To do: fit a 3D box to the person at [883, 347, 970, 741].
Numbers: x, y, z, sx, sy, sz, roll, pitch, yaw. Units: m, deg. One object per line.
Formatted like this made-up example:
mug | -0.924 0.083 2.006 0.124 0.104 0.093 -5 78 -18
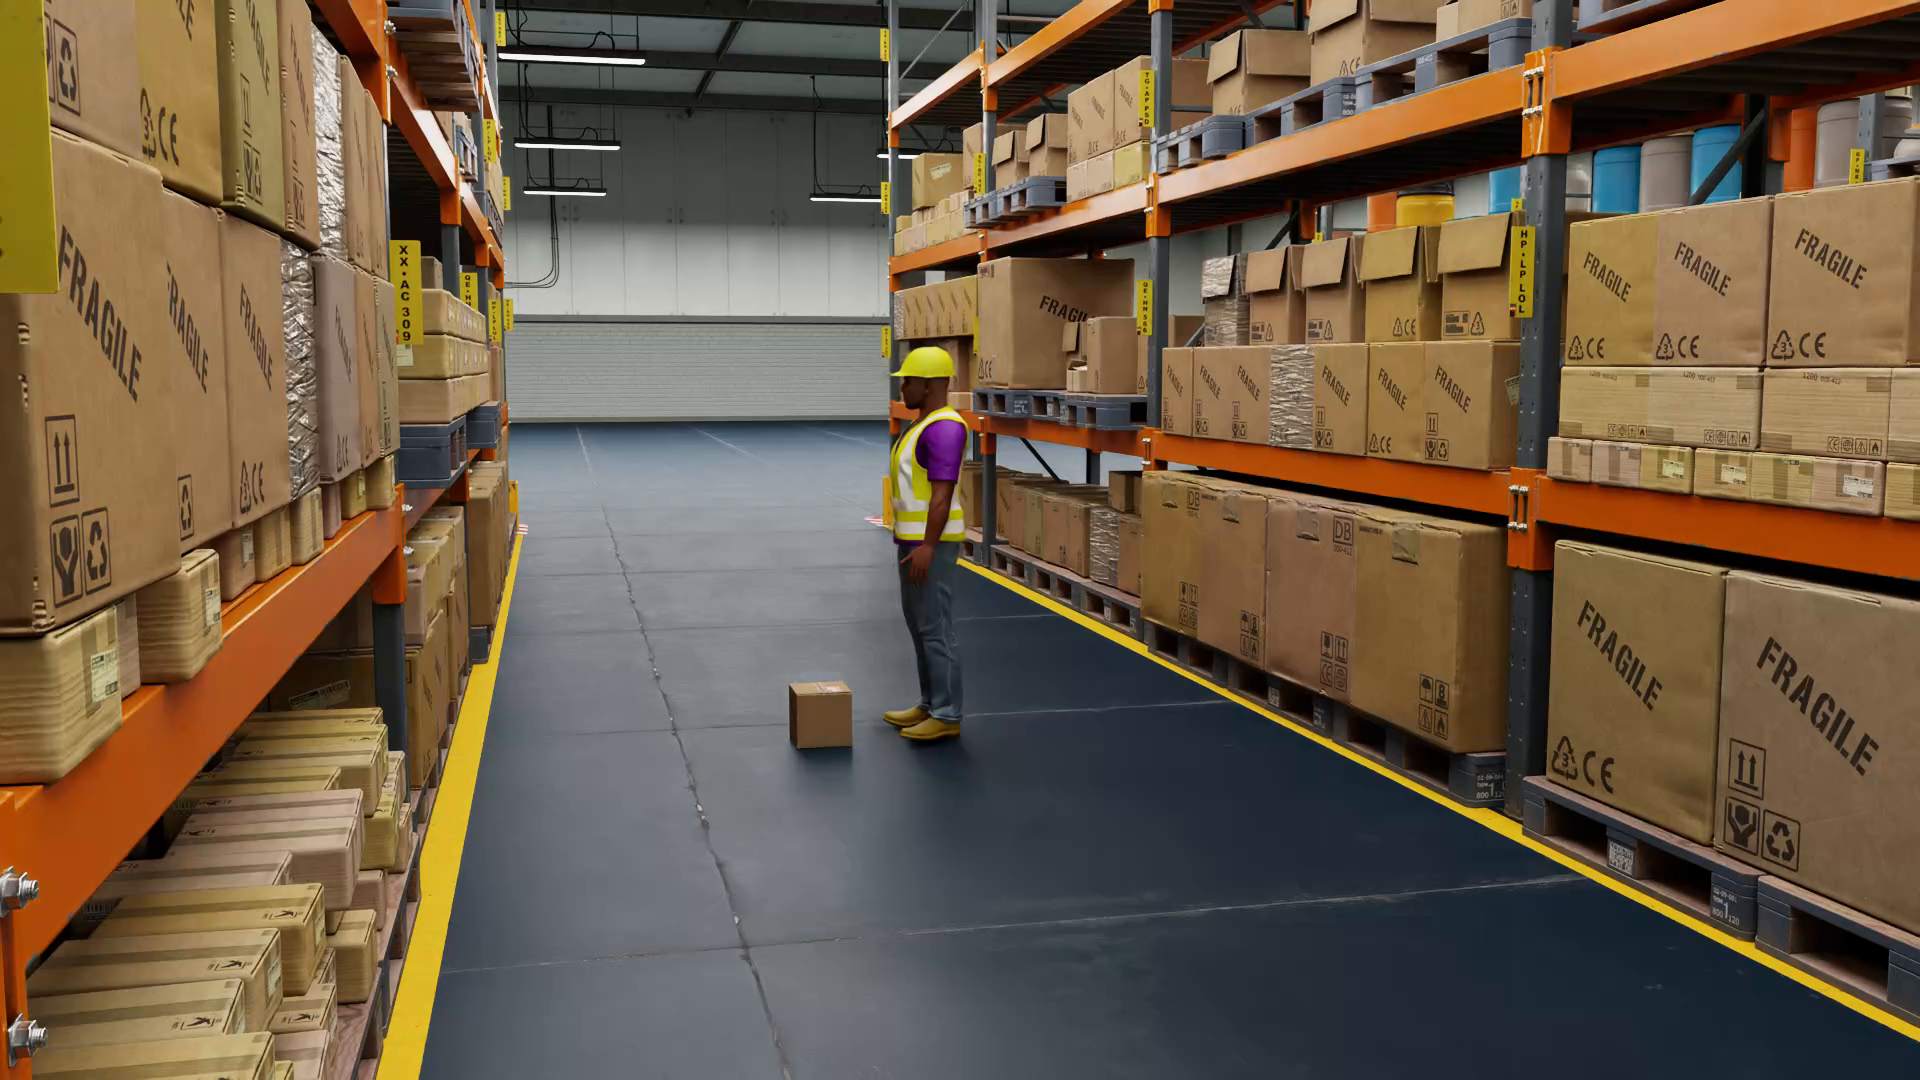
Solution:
person | -0.150 0.009 7.580 0.348 1.769 0.579 -1 6 -12
